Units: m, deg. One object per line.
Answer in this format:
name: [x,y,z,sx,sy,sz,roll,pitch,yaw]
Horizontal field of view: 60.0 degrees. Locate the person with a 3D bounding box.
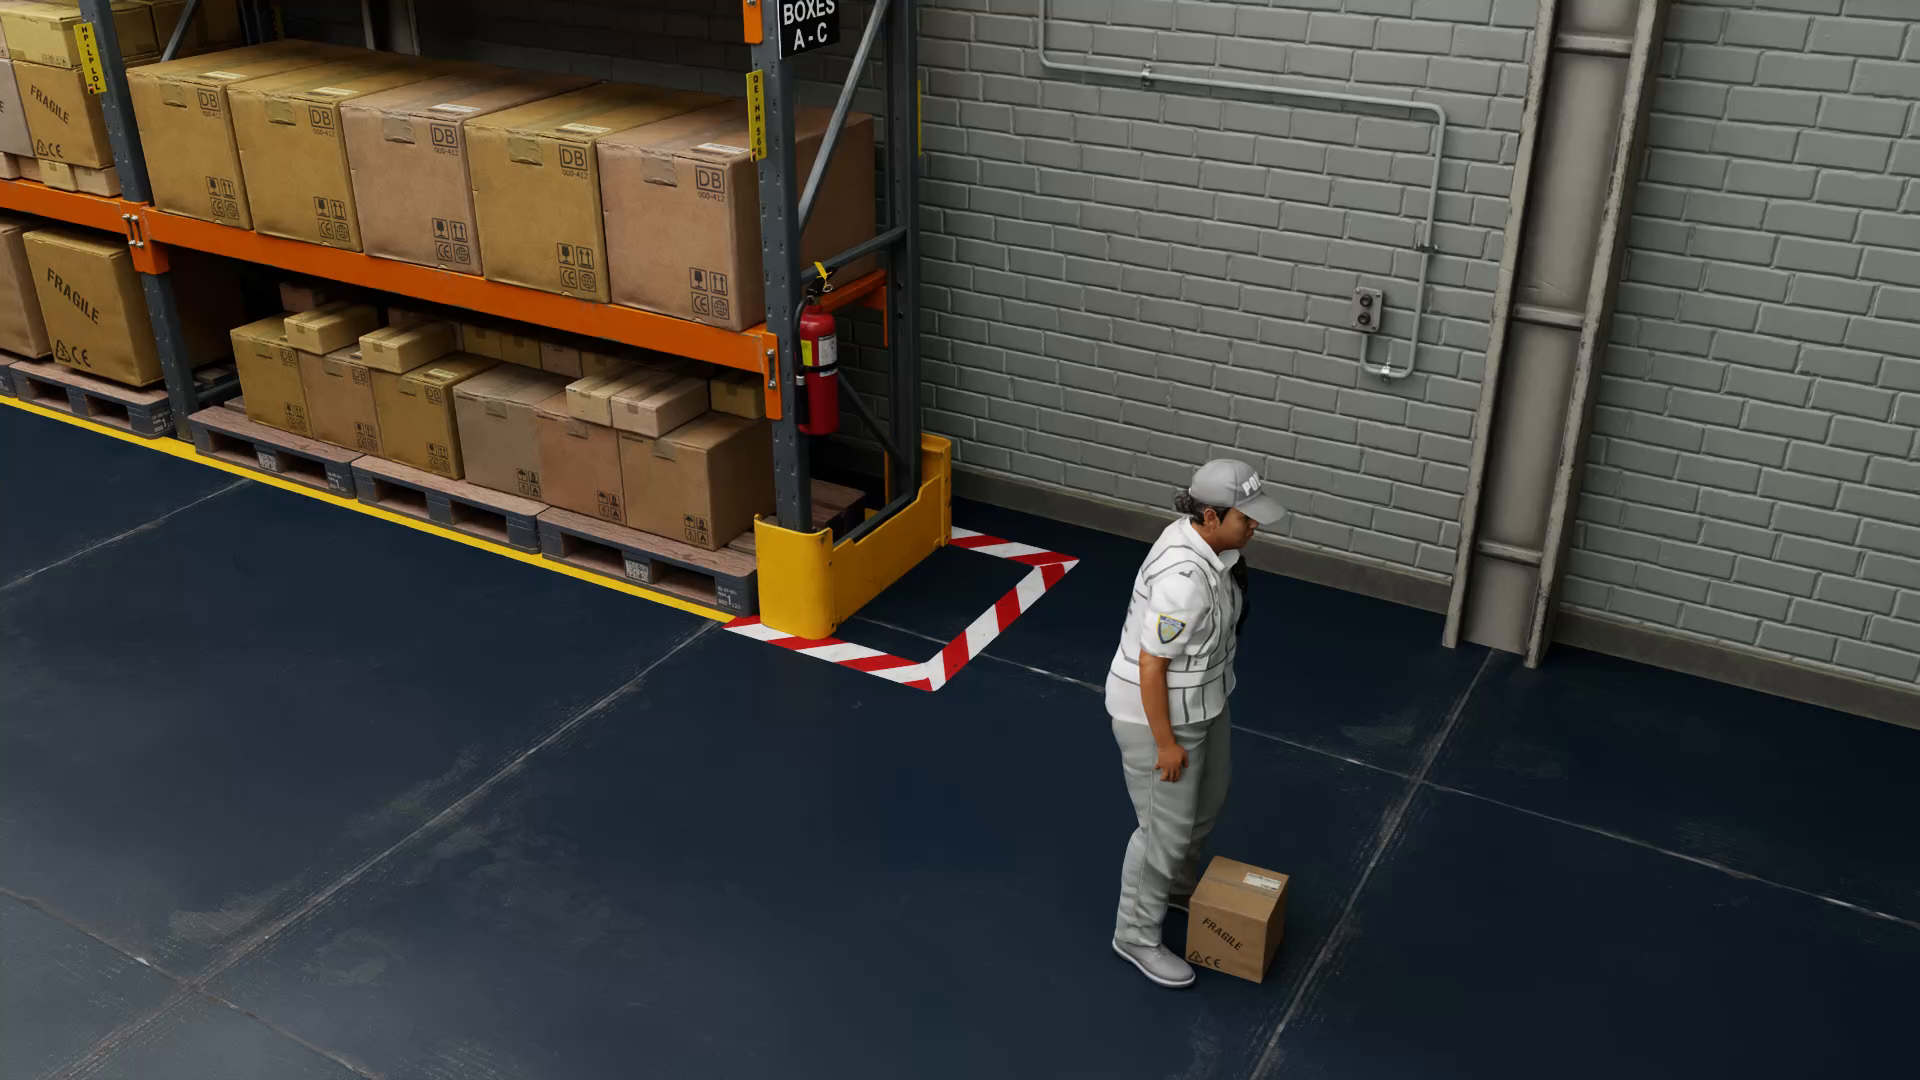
person: [0.692,0.524,5.066,0.470,1.666,0.563,12,29,23]
